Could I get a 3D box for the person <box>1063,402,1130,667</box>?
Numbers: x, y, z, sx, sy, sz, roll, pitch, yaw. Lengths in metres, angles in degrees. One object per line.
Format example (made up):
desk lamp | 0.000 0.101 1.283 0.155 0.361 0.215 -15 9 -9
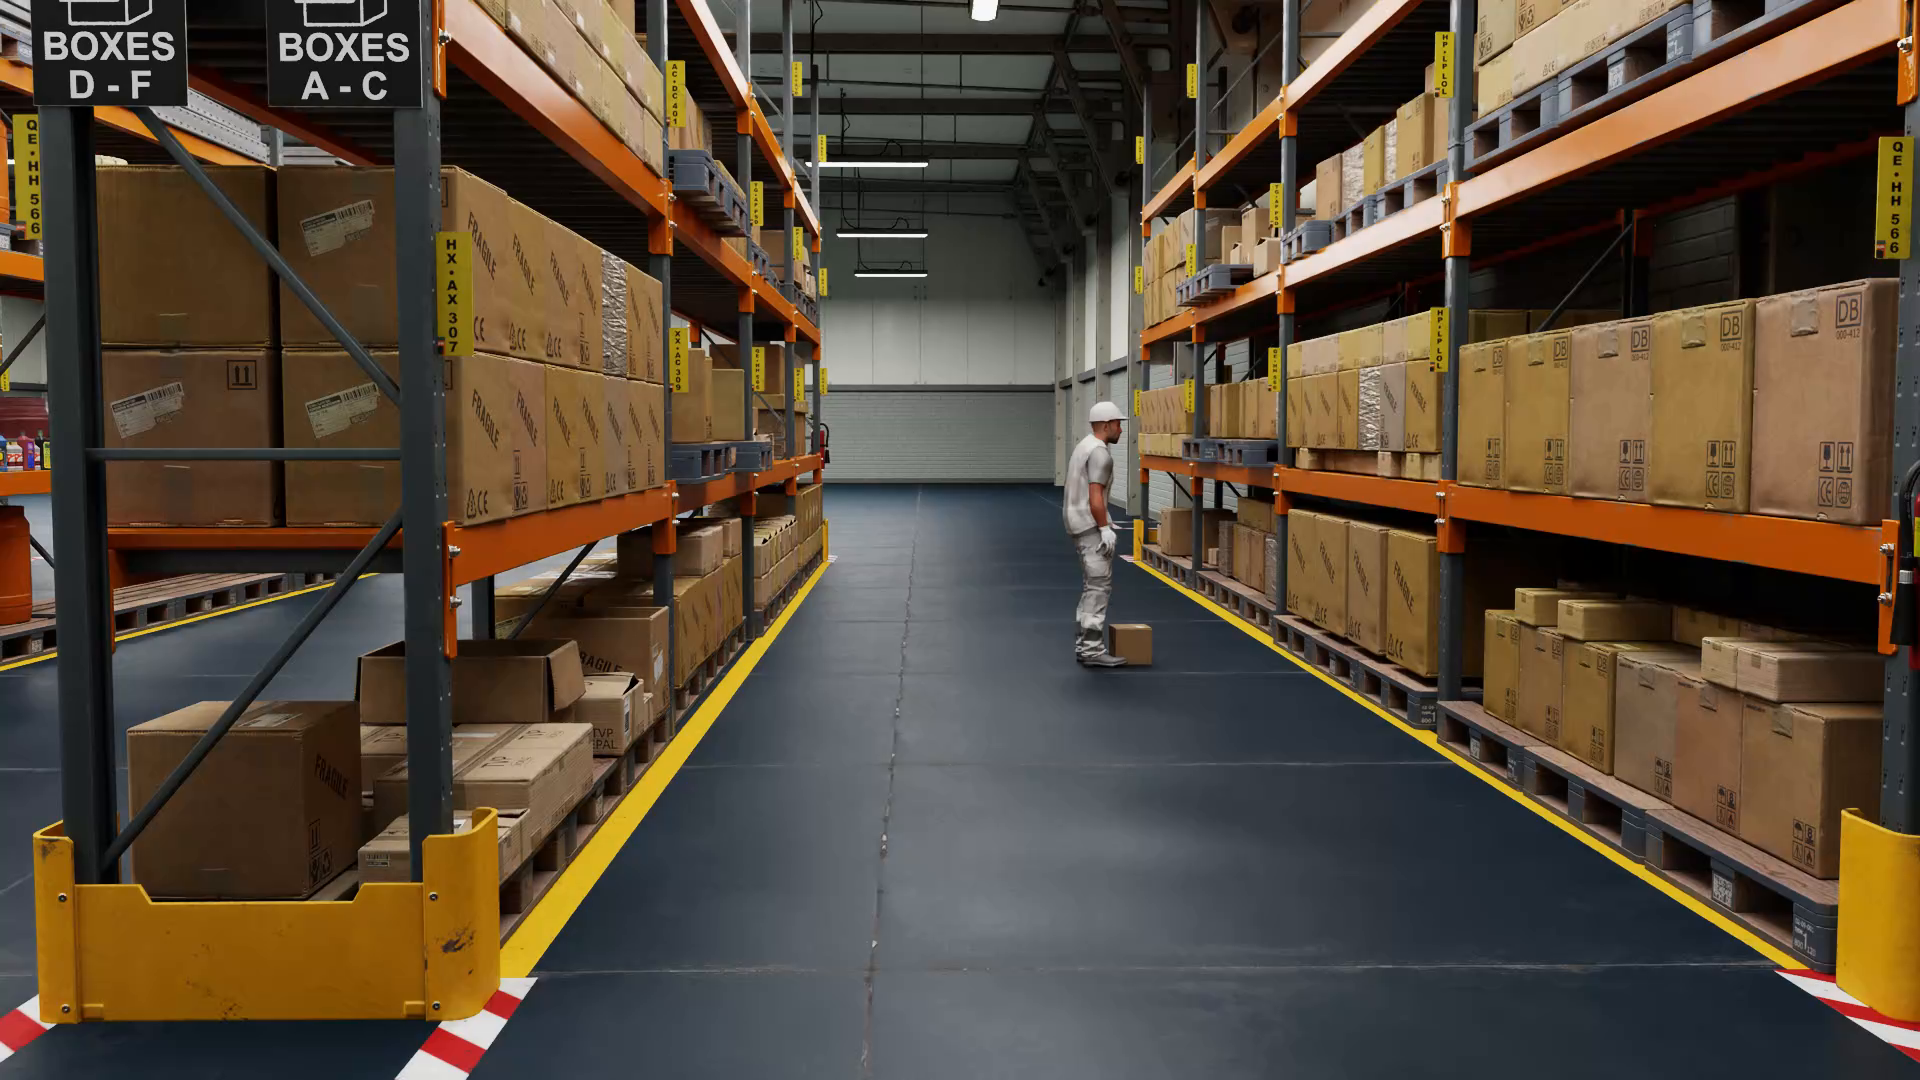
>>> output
person | 0.934 -0.050 11.318 0.447 1.780 0.619 0 4 -5
